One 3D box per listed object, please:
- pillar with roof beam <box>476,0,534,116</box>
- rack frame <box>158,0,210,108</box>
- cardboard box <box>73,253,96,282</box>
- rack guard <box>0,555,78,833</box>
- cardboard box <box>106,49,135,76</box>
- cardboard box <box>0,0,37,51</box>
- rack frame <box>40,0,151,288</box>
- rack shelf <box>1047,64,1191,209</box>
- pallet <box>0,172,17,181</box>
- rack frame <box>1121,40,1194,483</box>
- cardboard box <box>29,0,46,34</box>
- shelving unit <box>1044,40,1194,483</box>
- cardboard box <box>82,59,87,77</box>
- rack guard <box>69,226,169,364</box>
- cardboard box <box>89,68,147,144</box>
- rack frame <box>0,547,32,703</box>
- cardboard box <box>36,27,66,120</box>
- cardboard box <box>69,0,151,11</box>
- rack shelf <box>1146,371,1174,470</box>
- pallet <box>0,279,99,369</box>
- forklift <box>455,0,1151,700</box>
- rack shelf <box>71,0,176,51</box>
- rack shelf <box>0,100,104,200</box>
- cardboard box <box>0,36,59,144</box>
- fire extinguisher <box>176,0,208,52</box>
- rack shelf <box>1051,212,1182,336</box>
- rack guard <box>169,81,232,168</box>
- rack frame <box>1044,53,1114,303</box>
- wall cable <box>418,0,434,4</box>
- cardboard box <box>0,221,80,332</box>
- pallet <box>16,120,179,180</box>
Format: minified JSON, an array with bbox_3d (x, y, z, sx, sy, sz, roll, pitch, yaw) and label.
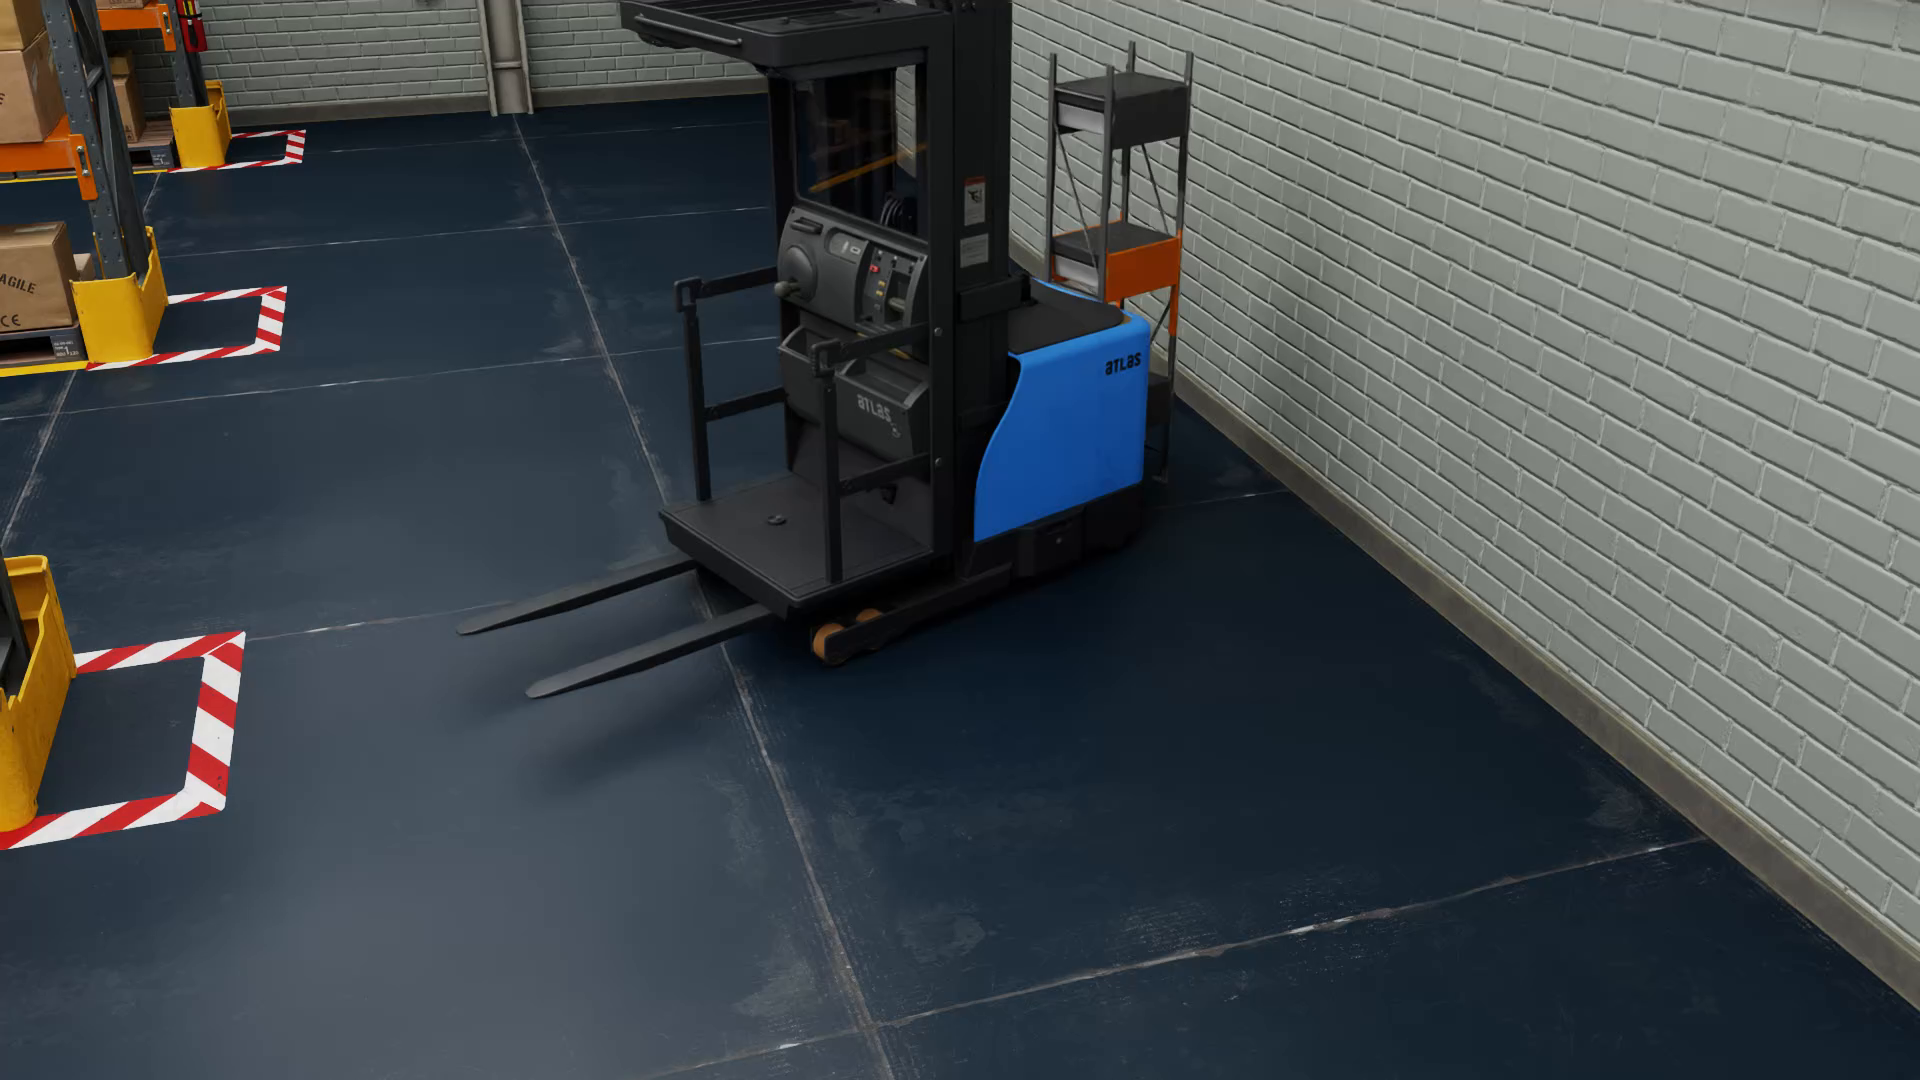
[{"bbox_3d":[-3.008,-6.358,10.437,0.400,9.000,9.100,-8,28,-16],"label":"pillar with roof beam"},{"bbox_3d":[-6.640,-4.754,13.952,0.127,3.000,1.000,-8,28,-16],"label":"rack frame"},{"bbox_3d":[-5.607,-1.668,10.447,0.250,0.149,0.380,-8,28,-16],"label":"cardboard box"},{"bbox_3d":[-3.553,0.546,6.088,0.348,0.500,1.175,-8,28,-16],"label":"rack guard"},{"bbox_3d":[-7.218,-4.076,14.196,0.250,0.149,0.380,-8,28,-16],"label":"cardboard box"},{"bbox_3d":[-5.441,-2.975,9.132,0.500,0.500,0.500,-8,28,-17],"label":"cardboard box"},{"bbox_3d":[-5.103,-2.660,9.734,0.127,3.000,1.000,-8,28,-16],"label":"rack frame"},{"bbox_3d":[0.719,-1.840,7.552,0.480,0.518,0.431,-20,33,-34],"label":"rack shelf"},{"bbox_3d":[-8.534,-3.195,13.949,1.213,0.211,1.003,-8,28,-16],"label":"pallet"},{"bbox_3d":[0.908,-1.294,7.995,0.015,2.100,0.400,-20,33,-34],"label":"rack frame"},{"bbox_3d":[-5.606,-3.203,9.591,0.500,0.500,0.500,-7,27,-15],"label":"cardboard box"},{"bbox_3d":[0.719,-1.226,7.857,0.503,2.100,0.431,-20,33,-34],"label":"shelving unit"},{"bbox_3d":[-7.340,-3.879,13.800,0.250,0.149,0.380,-9,28,-17],"label":"cardboard box"},{"bbox_3d":[-5.175,-1.530,10.269,0.348,0.500,1.175,-8,28,-16],"label":"rack guard"},{"bbox_3d":[-7.275,-3.684,14.135,0.500,0.500,0.700,-8,28,-16],"label":"cardboard box"},{"bbox_3d":[-3.572,-0.565,5.515,0.127,3.000,1.000,-8,28,-16],"label":"rack frame"},{"bbox_3d":[-5.606,-2.755,9.814,0.500,0.500,0.500,-8,27,-15],"label":"cardboard box"},{"bbox_3d":[-7.122,-4.814,13.736,0.700,0.700,0.980,-7,27,-14],"label":"cardboard box"},{"bbox_3d":[0.719,-0.586,8.175,0.480,0.518,0.431,-20,33,-34],"label":"rack shelf"},{"bbox_3d":[-5.933,-1.290,10.112,1.213,0.211,1.003,-8,28,-16],"label":"pallet"},{"bbox_3d":[-0.607,-1.073,6.615,3.031,2.935,1.130,-20,33,-34],"label":"forklift"},{"bbox_3d":[-8.542,-4.156,13.558,4.000,0.370,1.077,-8,28,-16],"label":"rack shelf"},{"bbox_3d":[-7.004,-2.062,9.340,4.000,0.370,1.077,-8,28,-16],"label":"rack shelf"},{"bbox_3d":[-5.444,-2.528,9.356,0.500,0.500,0.500,-7,27,-15],"label":"cardboard box"},{"bbox_3d":[-6.354,-4.378,13.701,0.183,0.674,0.296,-8,28,-16],"label":"fire extinguisher"},{"bbox_3d":[0.719,-1.213,7.864,0.480,0.518,0.431,-20,33,-34],"label":"rack shelf"},{"bbox_3d":[-6.617,-3.638,14.515,0.348,0.500,1.175,-8,28,-16],"label":"rack guard"},{"bbox_3d":[0.530,-1.157,7.719,0.015,2.100,0.400,-20,33,-34],"label":"rack frame"},{"bbox_3d":[-5.716,-5.785,14.887,1.851,1.984,0.084,-8,28,-16],"label":"wall cable"},{"bbox_3d":[-5.543,-1.558,9.832,0.500,0.500,0.500,-8,28,-16],"label":"cardboard box"},{"bbox_3d":[-7.376,-3.362,14.284,1.213,0.211,1.003,-8,28,-16],"label":"pallet"}]
